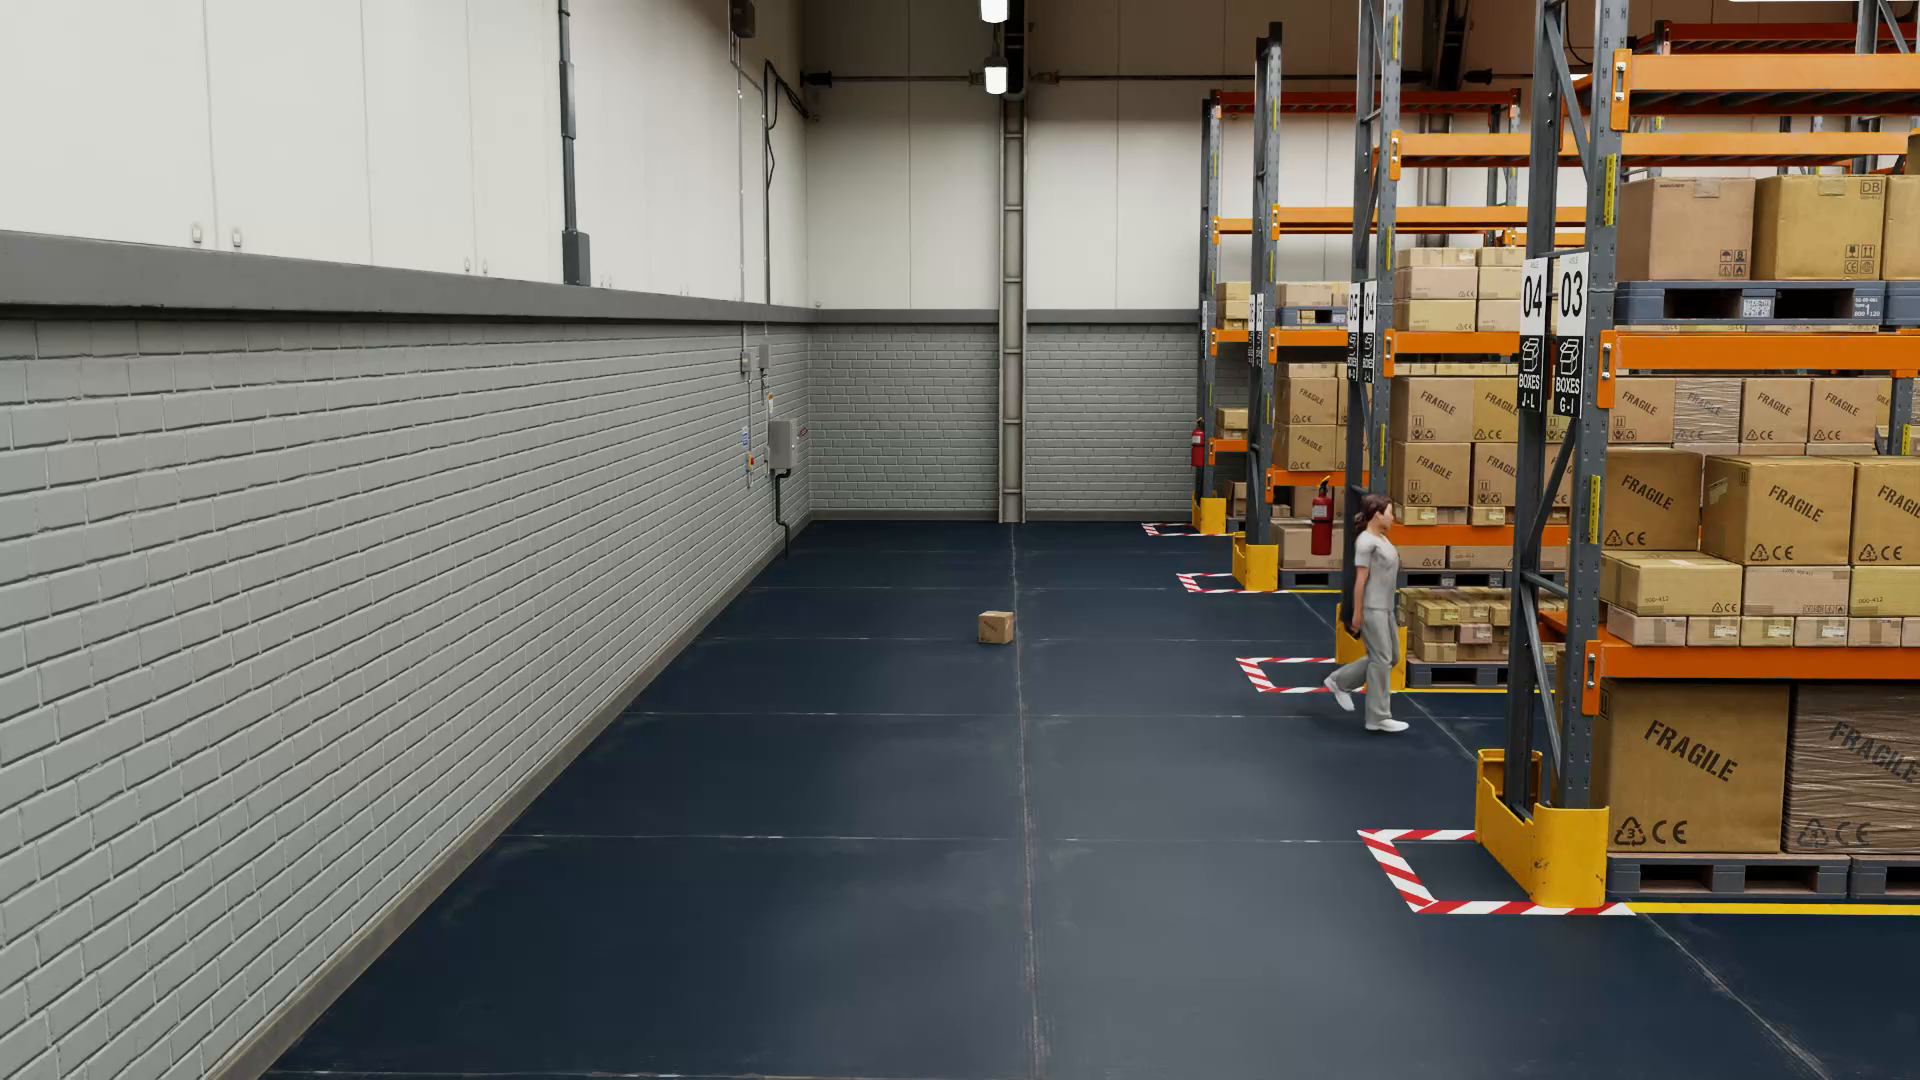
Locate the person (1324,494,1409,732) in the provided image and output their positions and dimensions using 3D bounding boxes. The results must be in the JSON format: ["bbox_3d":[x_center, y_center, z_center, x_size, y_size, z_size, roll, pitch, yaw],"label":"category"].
[{"bbox_3d":[2.926,0.496,11.861,0.698,1.647,0.479,5,9,32],"label":"person"}]
